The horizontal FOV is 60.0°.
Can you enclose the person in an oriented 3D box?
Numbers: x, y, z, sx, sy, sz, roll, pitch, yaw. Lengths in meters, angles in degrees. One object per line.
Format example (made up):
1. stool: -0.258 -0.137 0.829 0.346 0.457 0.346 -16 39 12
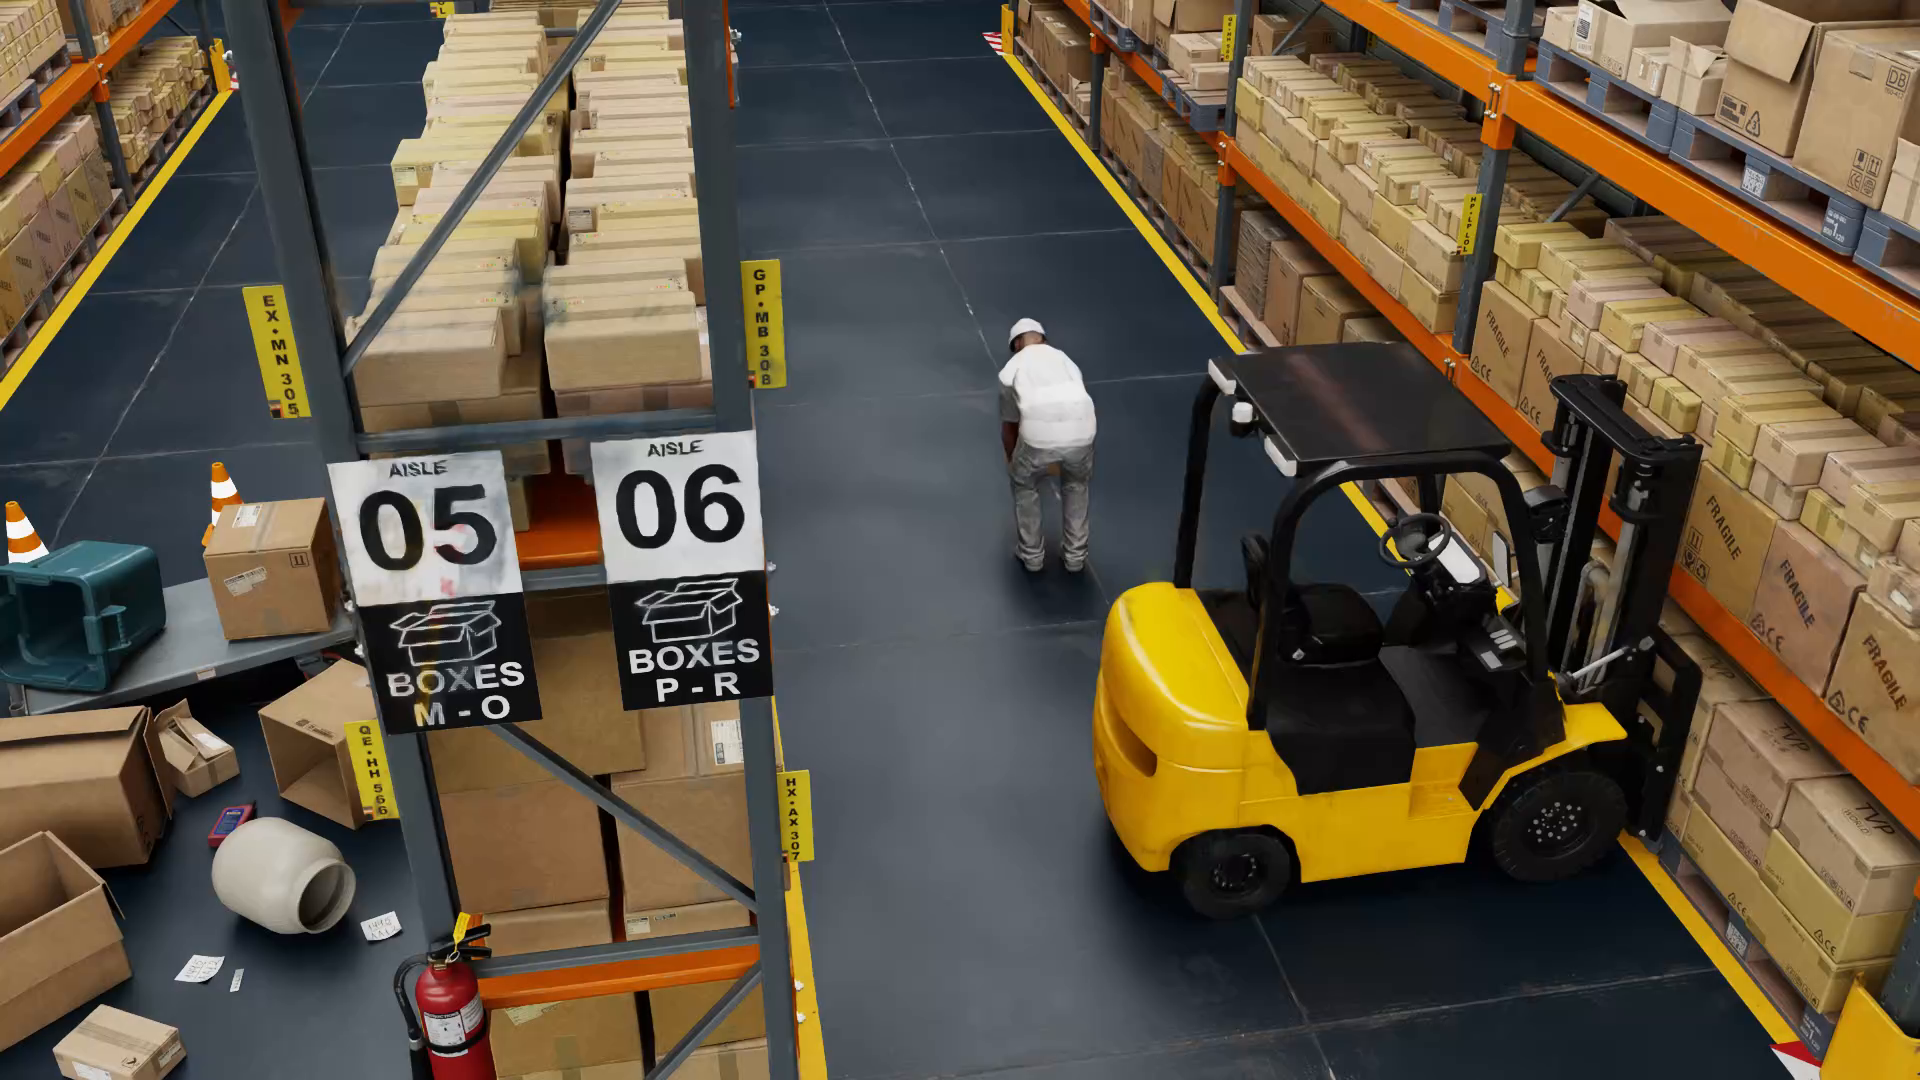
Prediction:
1. person: 0.468 -0.531 9.518 0.489 1.280 0.953 -6 31 -10
